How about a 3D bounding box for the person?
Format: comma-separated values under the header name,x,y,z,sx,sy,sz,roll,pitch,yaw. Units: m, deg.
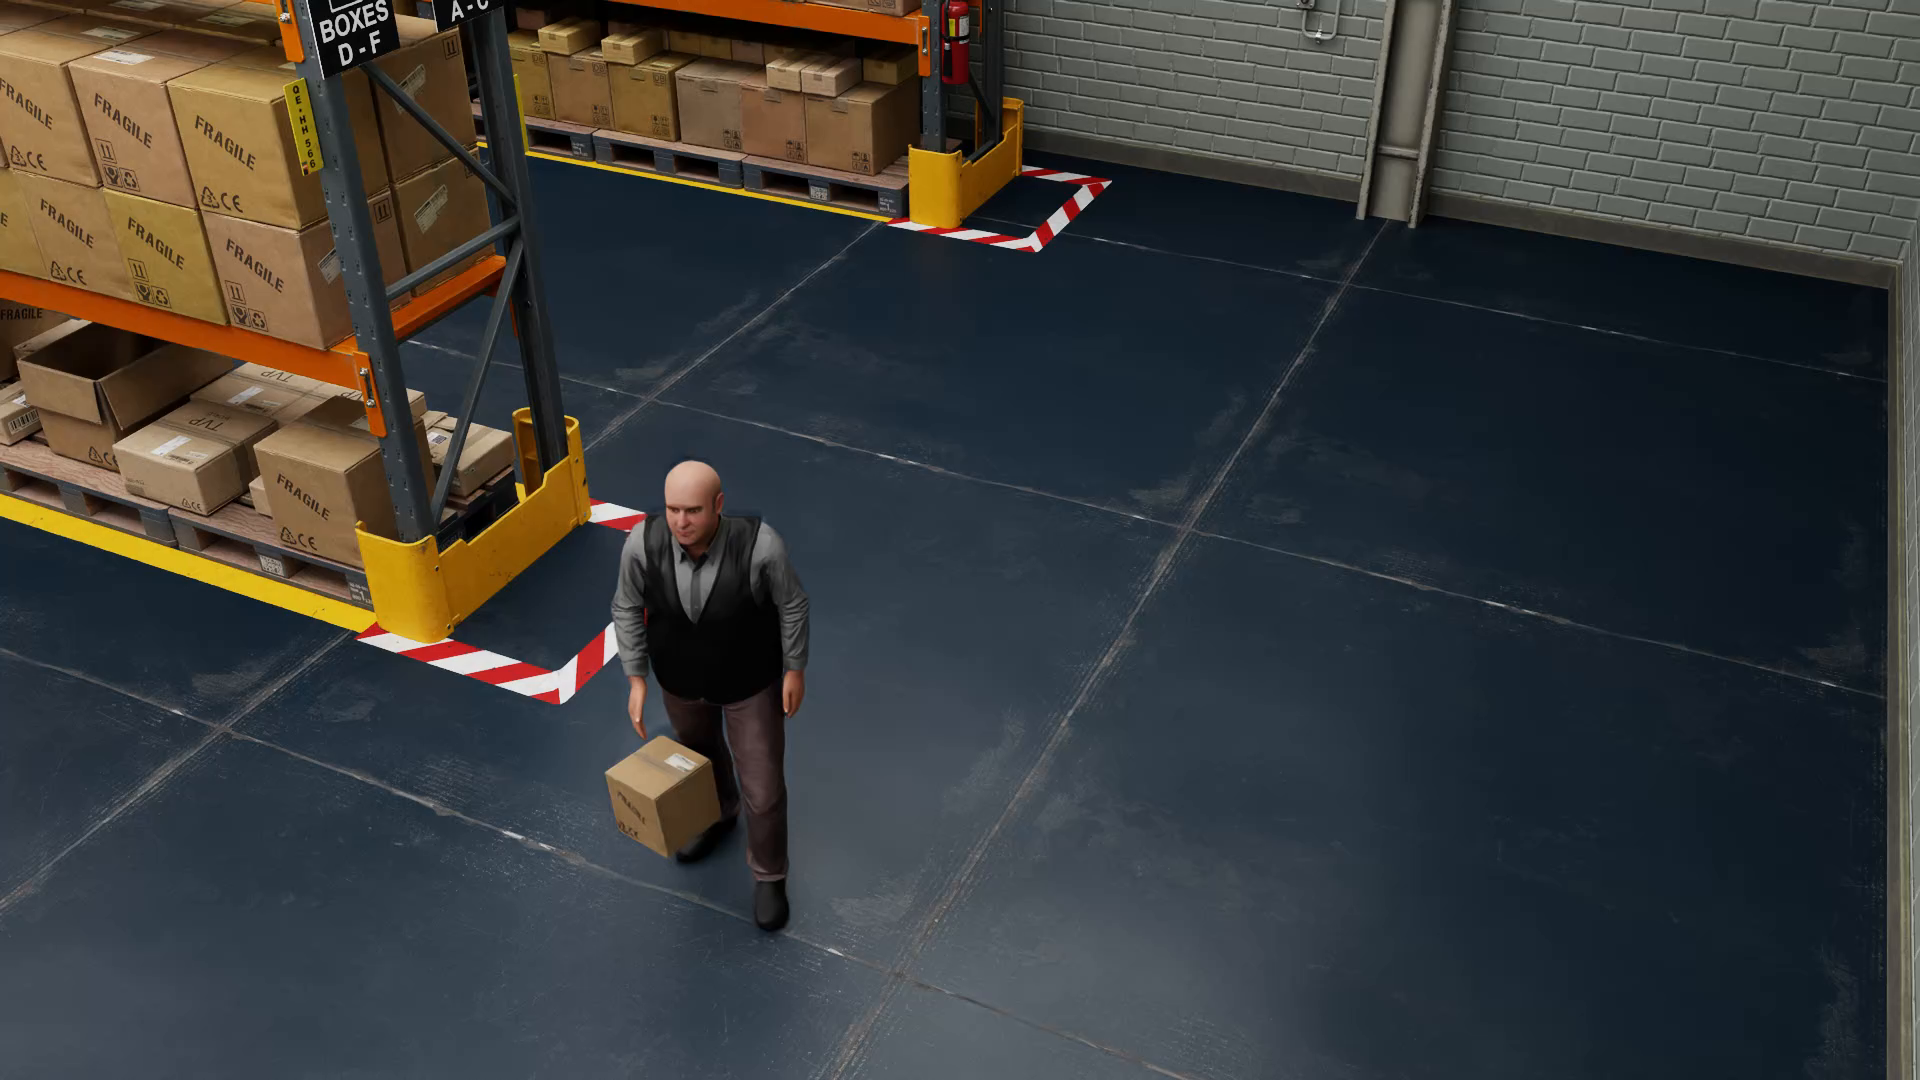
name,x,y,z,sx,sy,sz,roll,pitch,yaw
person,-0.804,0.470,5.470,0.625,1.701,0.598,5,34,8
